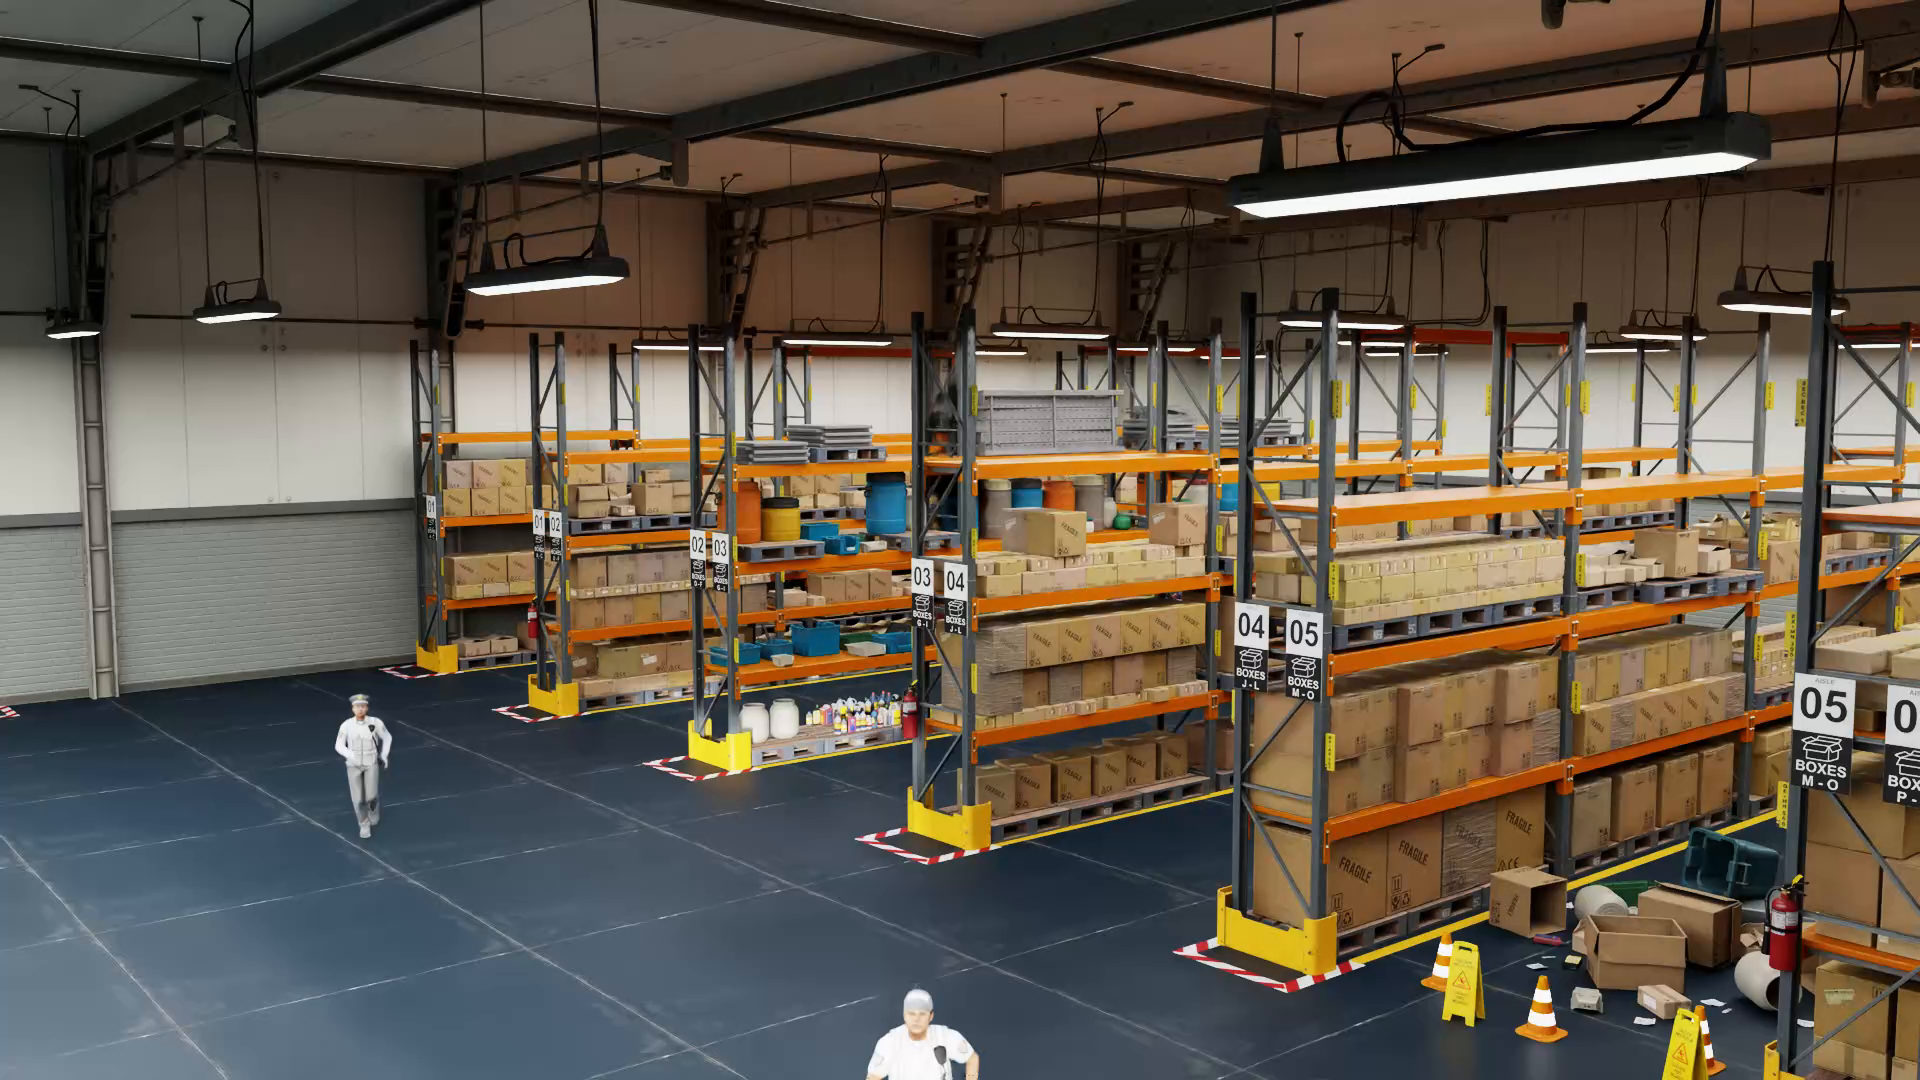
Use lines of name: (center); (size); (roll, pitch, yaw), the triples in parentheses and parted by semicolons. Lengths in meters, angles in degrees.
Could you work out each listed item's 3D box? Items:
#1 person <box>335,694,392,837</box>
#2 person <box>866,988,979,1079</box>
person: (-6.830, 2.583, 19.048); (0.607, 1.659, 0.541); (-2, 6, -16)
person: (-0.228, 3.442, 9.738); (0.661, 1.639, 0.570); (0, 5, 4)
